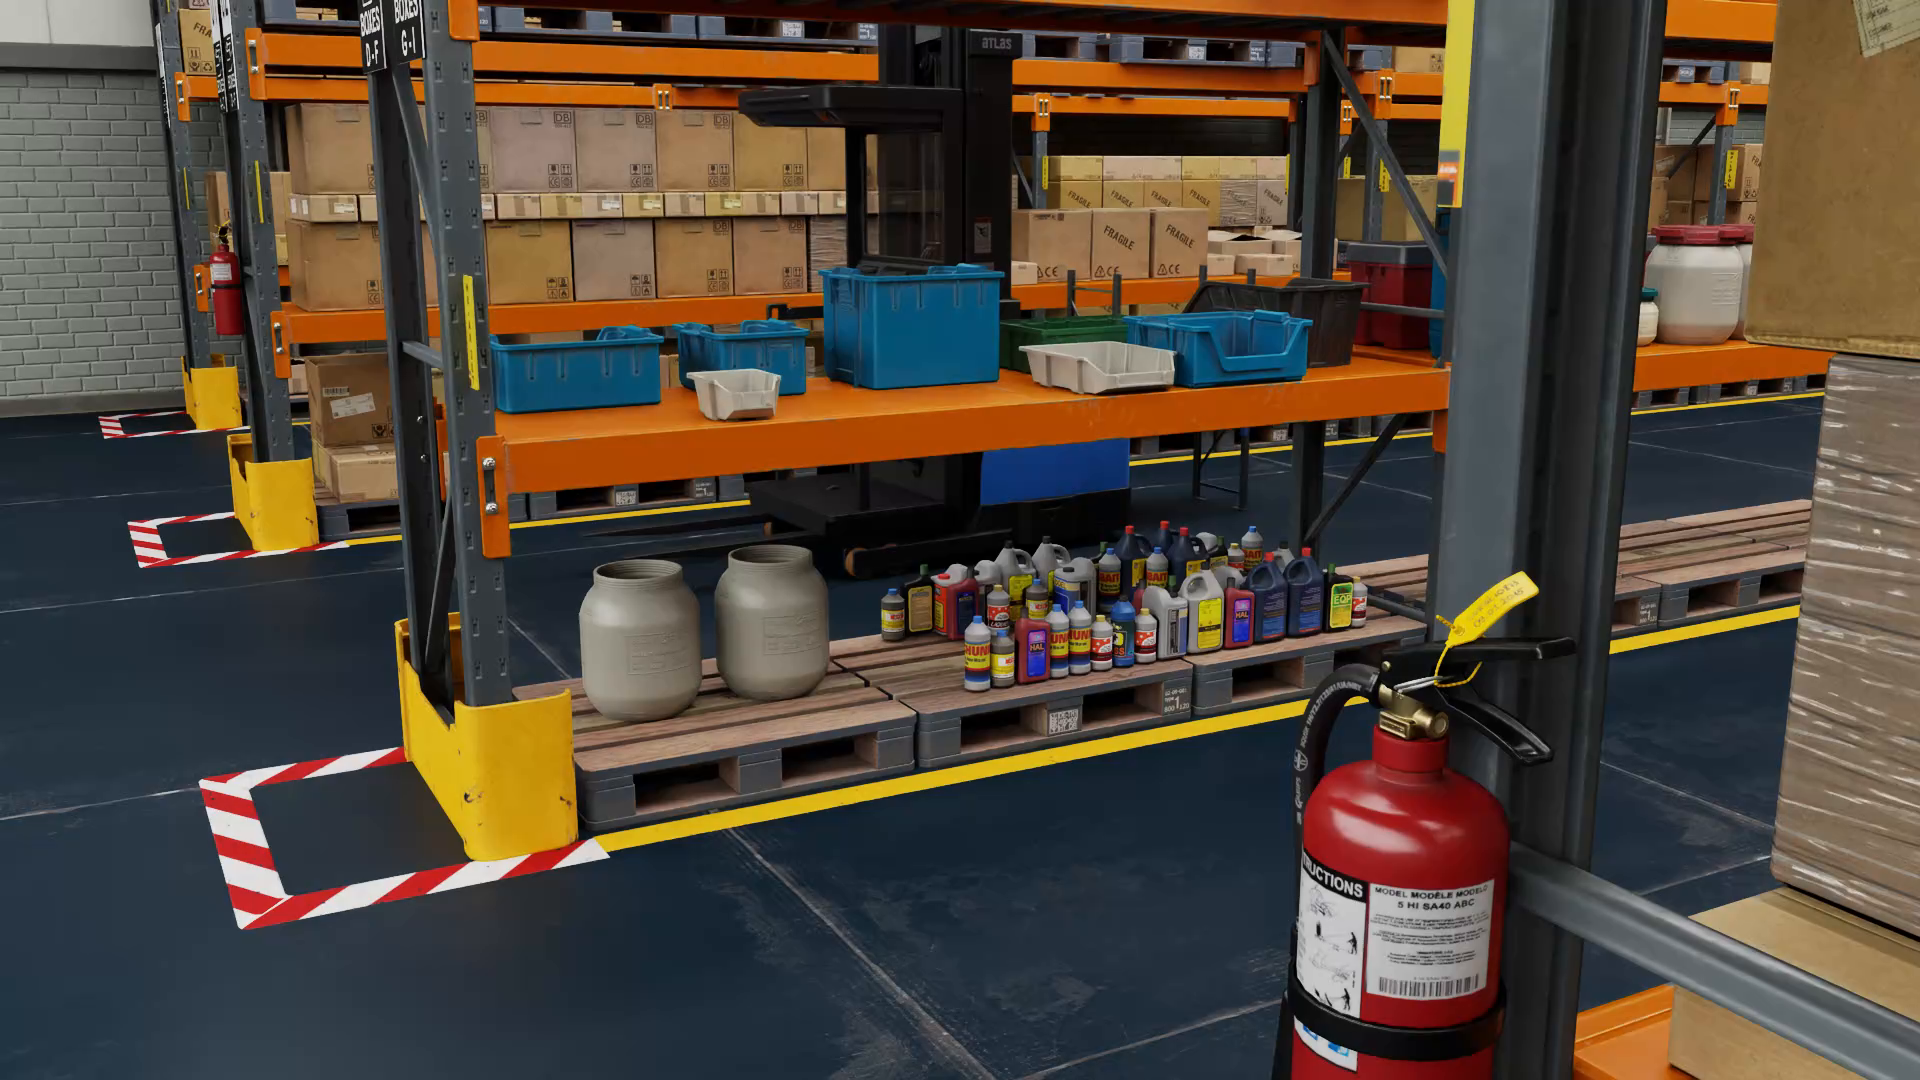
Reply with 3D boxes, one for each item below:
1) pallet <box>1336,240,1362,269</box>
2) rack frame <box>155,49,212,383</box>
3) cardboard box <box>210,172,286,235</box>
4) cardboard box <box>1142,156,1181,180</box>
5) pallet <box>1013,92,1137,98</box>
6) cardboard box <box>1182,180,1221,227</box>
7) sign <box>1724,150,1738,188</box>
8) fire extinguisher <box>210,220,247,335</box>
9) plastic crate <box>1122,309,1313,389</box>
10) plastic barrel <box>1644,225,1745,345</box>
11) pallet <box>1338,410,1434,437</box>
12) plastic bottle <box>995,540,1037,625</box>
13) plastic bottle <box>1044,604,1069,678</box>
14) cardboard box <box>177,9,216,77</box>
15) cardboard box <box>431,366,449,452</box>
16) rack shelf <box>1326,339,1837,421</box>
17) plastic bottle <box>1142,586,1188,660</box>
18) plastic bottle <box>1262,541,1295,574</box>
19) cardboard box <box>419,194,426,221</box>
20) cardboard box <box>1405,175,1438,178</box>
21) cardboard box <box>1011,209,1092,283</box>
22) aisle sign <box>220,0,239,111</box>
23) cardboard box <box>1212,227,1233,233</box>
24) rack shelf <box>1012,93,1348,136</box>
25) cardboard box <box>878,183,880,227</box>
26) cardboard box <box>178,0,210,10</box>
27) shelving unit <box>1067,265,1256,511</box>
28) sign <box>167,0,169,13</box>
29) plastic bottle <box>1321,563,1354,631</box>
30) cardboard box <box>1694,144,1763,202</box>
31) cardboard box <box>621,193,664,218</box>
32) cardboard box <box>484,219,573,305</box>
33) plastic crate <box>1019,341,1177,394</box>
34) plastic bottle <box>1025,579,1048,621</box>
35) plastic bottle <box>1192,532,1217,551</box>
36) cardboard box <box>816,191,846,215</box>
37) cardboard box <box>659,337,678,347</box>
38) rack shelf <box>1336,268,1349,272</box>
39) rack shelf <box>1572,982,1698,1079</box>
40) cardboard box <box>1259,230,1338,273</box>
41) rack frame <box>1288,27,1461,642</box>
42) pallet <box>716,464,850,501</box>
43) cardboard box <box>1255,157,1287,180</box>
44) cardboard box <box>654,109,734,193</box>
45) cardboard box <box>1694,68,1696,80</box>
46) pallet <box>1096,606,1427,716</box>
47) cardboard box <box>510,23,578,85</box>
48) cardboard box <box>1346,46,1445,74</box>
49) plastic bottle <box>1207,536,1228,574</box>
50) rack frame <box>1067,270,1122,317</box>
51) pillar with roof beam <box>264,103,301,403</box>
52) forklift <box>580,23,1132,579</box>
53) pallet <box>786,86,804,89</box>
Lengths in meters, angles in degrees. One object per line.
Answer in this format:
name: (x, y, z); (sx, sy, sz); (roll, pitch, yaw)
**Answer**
pallet: (3.537, -2.360, 13.700); (1.003, 0.211, 1.213); (-7, 14, -28)
rack frame: (-6.423, -2.481, 13.803); (0.127, 3.000, 1.000); (-7, 14, -28)
cardboard box: (-5.860, -2.776, 13.700); (0.500, 0.500, 0.500); (-7, 14, -28)
cardboard box: (2.029, -4.000, 17.895); (0.500, 0.250, 0.500); (-7, 14, -27)
pallet: (1.139, -4.772, 17.580); (1.003, 0.211, 1.213); (-6, 14, -25)
cardboard box: (2.502, -3.690, 18.222); (0.500, 0.500, 0.500); (-6, 14, -26)
sign: (6.756, -3.248, 14.571); (0.005, 0.325, 0.100); (-7, 14, -28)
fire extinguisher: (-4.372, -1.566, 9.914); (0.183, 0.674, 0.296); (-7, 14, -28)
plastic crate: (0.994, -0.752, 6.455); (0.616, 0.251, 0.499); (-7, 14, -28)
plastic barrel: (3.424, -1.195, 7.776); (0.433, 0.535, 0.433); (0, 13, 0)
pallet: (3.649, -1.079, 13.925); (1.213, 0.211, 1.003); (-7, 14, -28)
plastic bottle: (0.226, 0.174, 7.036); (0.185, 0.351, 0.144); (-6, 14, -26)
plastic bottle: (0.366, 0.378, 6.311); (0.097, 0.271, 0.097); (0, 13, 0)
cardboard box: (-6.010, -3.990, 13.402); (0.500, 0.500, 0.500); (-6, 14, -26)
cardboard box: (-3.031, -0.823, 10.032); (0.500, 0.500, 0.500); (-7, 14, -28)
rack shelf: (3.590, -0.852, 8.203); (4.000, 0.370, 1.077); (-7, 14, -28)
plastic bottle: (0.811, 0.315, 6.579); (0.135, 0.276, 0.152); (-7, 14, -27)
plastic bottle: (1.339, 0.180, 7.007); (0.185, 0.351, 0.144); (-7, 14, -28)
cardboard box: (-3.148, -1.946, 9.720); (0.250, 0.149, 0.380); (-7, 14, -28)
cardboard box: (5.237, -4.020, 19.955); (0.700, 0.700, 0.980); (-7, 15, -29)
cardboard box: (0.609, -2.130, 12.013); (0.500, 0.500, 0.500); (-6, 14, -24)
aisle sign: (-3.957, -2.729, 8.984); (0.004, 0.787, 0.394); (-7, 14, -28)
cardboard box: (2.813, -3.416, 18.481); (0.250, 0.149, 0.380); (-7, 15, -29)
rack shelf: (2.354, -4.646, 18.227); (4.000, 0.370, 1.077); (-7, 14, -28)
cardboard box: (-0.892, -3.400, 16.653); (0.500, 0.500, 0.700); (-7, 14, -28)
cardboard box: (-5.968, -4.485, 13.323); (0.500, 0.500, 0.500); (-8, 15, -32)
shelving unit: (1.221, -0.902, 10.201); (1.048, 1.500, 0.538); (-8, 15, -31)
sign: (-6.163, -4.267, 12.913); (0.005, 0.325, 0.100); (-7, 14, -28)
plastic bottle: (1.571, 0.232, 6.931); (0.133, 0.283, 0.061); (-6, 14, -25)
cardboard box: (7.035, -3.321, 15.031); (0.500, 0.500, 0.500); (-6, 14, -26)
cardboard box: (-2.018, -2.081, 10.321); (0.250, 0.149, 0.380); (-6, 14, -26)
cardboard box: (-2.733, -1.730, 10.236); (0.500, 0.500, 0.700); (-7, 14, -27)
plastic crate: (0.531, -0.645, 6.242); (0.437, 0.136, 0.530); (-7, 14, -28)
plastic bottle: (0.322, 0.265, 6.969); (0.097, 0.201, 0.097); (0, 13, 0)
plastic bottle: (1.075, 0.110, 7.492); (0.135, 0.276, 0.152); (-6, 14, -26)
cardboard box: (-0.889, -2.218, 10.926); (0.250, 0.149, 0.380); (-7, 15, -29)
cardboard box: (-1.970, -1.083, 11.190); (0.500, 0.500, 0.500); (-7, 14, -28)
rack shelf: (4.731, -2.228, 14.316); (4.000, 0.370, 1.077); (-7, 14, -28)
rack shelf: (2.453, 0.523, 2.092); (4.000, 0.370, 1.077); (-7, 14, -28)
cardboard box: (2.636, -2.295, 13.179); (0.500, 0.311, 0.500); (-6, 14, -24)
rack frame: (1.835, -0.993, 7.189); (0.127, 3.000, 1.000); (-7, 14, -28)
pallet: (-1.253, -0.512, 11.403); (1.213, 0.211, 1.003); (-7, 14, -28)
cardboard box: (3.369, -4.163, 18.616); (0.500, 0.250, 0.500); (-6, 14, -27)
cardboard box: (-1.804, -2.476, 10.595); (0.500, 0.500, 0.700); (-7, 14, -28)
cardboard box: (6.786, -4.282, 15.314); (0.500, 0.250, 0.500); (-7, 14, -28)
pallet: (1.226, 0.430, 7.217); (1.213, 0.211, 1.003); (-7, 14, -28)
cardboard box: (-3.687, -4.273, 14.657); (0.500, 0.500, 0.500); (-8, 15, -33)
cardboard box: (3.343, -3.933, 13.195); (0.500, 0.500, 0.910); (-7, 14, -28)
plastic bottle: (1.126, 0.127, 7.400); (0.133, 0.283, 0.061); (-7, 14, -28)
rack frame: (0.788, -0.843, 9.941); (0.032, 1.500, 0.500); (-8, 15, -31)
pillar with roof beam: (-4.160, -4.819, 10.525); (0.400, 9.000, 9.100); (-7, 14, -28)
forklift: (-0.536, -1.358, 8.967); (3.031, 2.935, 1.130); (-8, 15, -31)
pallet: (-1.410, -4.428, 16.049); (1.003, 0.211, 1.213); (-7, 14, -28)
